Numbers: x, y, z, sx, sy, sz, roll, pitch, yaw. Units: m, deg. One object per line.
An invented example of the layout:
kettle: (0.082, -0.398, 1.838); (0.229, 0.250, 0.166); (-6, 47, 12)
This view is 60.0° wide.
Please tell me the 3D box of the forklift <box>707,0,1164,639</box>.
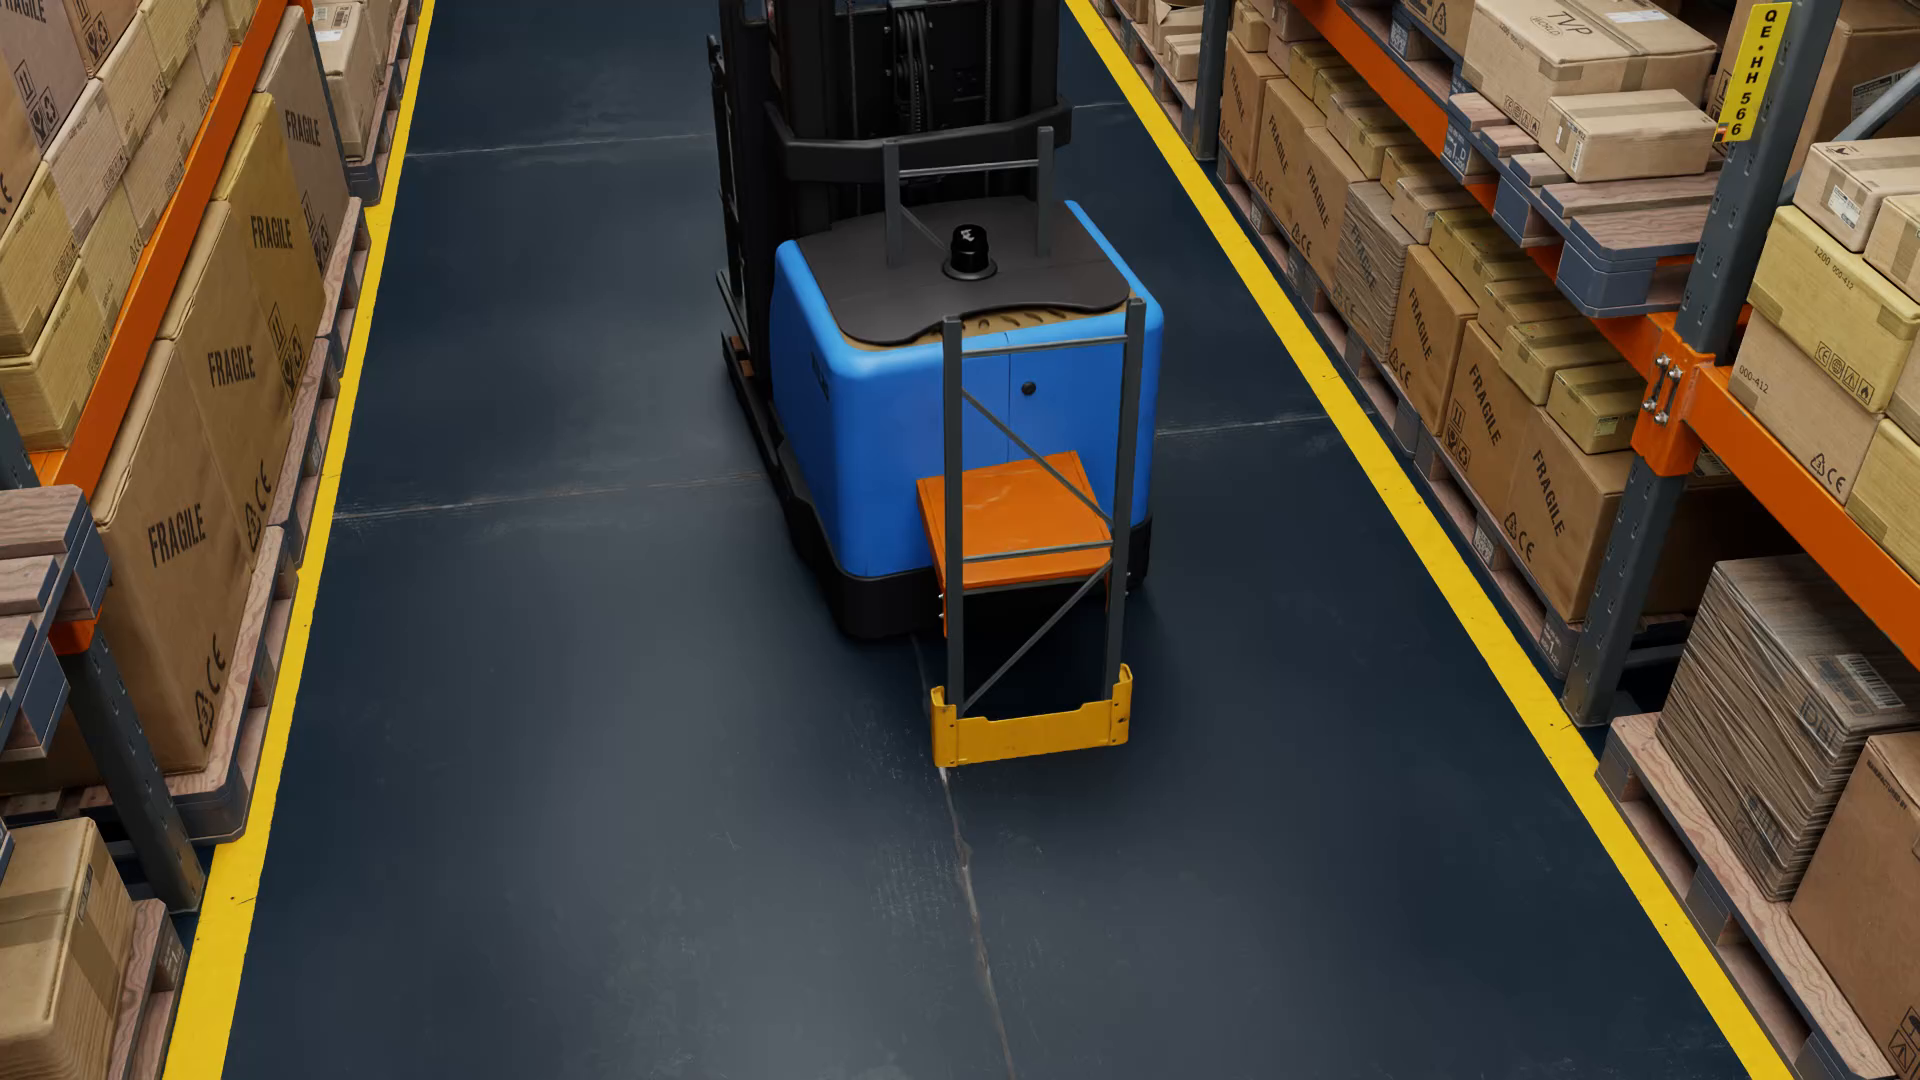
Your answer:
forklift: (-0.304, -1.755, 5.620); (1.130, 2.935, 3.031); (-11, 39, -14)

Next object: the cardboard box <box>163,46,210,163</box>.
cardboard box: (-2.666, -1.352, 5.168); (0.500, 0.250, 0.500); (-6, 38, -8)

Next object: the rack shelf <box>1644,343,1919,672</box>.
rack shelf: (2.692, 0.791, 2.874); (1.077, 0.370, 4.000); (-6, 38, -8)

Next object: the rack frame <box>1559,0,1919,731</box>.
rack frame: (2.342, -0.701, 4.208); (1.000, 3.000, 0.127); (-6, 38, -8)

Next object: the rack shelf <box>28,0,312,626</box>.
rack shelf: (-2.895, -1.089, 5.293); (1.077, 0.370, 4.000); (-6, 38, -8)

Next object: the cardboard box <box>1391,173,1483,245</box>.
cardboard box: (1.801, -1.211, 6.030); (0.380, 0.149, 0.250); (-8, 39, -10)

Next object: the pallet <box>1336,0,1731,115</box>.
pallet: (1.996, -1.800, 5.778); (1.003, 0.211, 1.213); (-6, 38, -8)

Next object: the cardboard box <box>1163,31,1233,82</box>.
cardboard box: (1.254, -2.462, 8.456); (0.380, 0.149, 0.250); (-7, 38, -9)

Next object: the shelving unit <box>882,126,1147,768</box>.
shelving unit: (0.117, -0.278, 4.883); (0.587, 1.500, 1.083); (-7, 38, -8)

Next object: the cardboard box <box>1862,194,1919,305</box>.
cardboard box: (2.156, -0.612, 3.482); (0.380, 0.149, 0.250); (-5, 38, -7)

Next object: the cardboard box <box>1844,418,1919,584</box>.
cardboard box: (2.262, -0.043, 3.483); (0.500, 0.250, 0.500); (-7, 38, -9)

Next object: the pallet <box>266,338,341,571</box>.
pallet: (-2.819, -0.284, 5.943); (1.003, 0.211, 1.213); (-6, 38, -8)

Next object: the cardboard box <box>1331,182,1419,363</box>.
cardboard box: (1.775, -1.043, 6.343); (0.500, 0.500, 0.500); (-8, 38, -10)

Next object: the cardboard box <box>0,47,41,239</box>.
cardboard box: (-2.390, -0.924, 3.598); (0.500, 0.500, 0.500); (-7, 38, -9)

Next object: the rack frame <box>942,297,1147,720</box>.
rack frame: (0.209, 0.034, 4.481); (0.500, 1.500, 0.032); (-7, 38, -8)

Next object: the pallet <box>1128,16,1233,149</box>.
pallet: (1.521, -2.431, 8.707); (1.003, 0.211, 1.213); (-6, 38, -8)

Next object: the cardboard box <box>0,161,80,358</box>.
cardboard box: (-2.390, -0.636, 3.838); (0.500, 0.250, 0.500); (-6, 38, -8)

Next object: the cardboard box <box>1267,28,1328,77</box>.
cardboard box: (1.566, -2.148, 7.236); (0.380, 0.149, 0.250); (-7, 38, -9)

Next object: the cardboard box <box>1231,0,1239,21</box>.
cardboard box: (1.681, -2.844, 8.947); (0.380, 0.149, 0.250); (-7, 38, -9)

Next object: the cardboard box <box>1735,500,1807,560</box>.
cardboard box: (2.544, -0.165, 5.212); (0.500, 0.500, 0.500); (-5, 38, -6)

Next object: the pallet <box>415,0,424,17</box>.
pallet: (-3.730, -3.421, 9.982); (1.003, 0.211, 1.213); (-6, 38, -8)

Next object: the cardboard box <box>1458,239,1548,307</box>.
cardboard box: (1.923, -0.897, 5.626); (0.380, 0.149, 0.250); (-5, 38, -7)

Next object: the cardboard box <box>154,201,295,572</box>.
cardboard box: (-2.736, -0.457, 5.283); (0.875, 0.875, 0.875); (-6, 38, -7)

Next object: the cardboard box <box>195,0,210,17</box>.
cardboard box: (-2.737, -1.866, 5.422); (0.500, 0.250, 0.500); (-5, 38, -7)

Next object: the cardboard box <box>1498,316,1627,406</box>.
cardboard box: (1.927, -0.569, 5.204); (0.380, 0.149, 0.250); (-8, 39, -10)

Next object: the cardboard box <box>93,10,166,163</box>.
cardboard box: (-2.555, -1.251, 4.630); (0.500, 0.250, 0.500); (-6, 38, -8)

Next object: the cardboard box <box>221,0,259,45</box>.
cardboard box: (-2.831, -1.970, 5.964); (0.500, 0.250, 0.500); (-7, 38, -9)

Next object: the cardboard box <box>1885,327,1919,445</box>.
cardboard box: (2.266, -0.243, 3.332); (0.500, 0.250, 0.500); (-5, 38, -7)

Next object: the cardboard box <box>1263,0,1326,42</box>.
cardboard box: (1.534, -2.273, 7.154); (0.380, 0.149, 0.250); (-8, 39, -10)

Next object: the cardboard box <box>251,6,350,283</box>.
cardboard box: (-3.058, -1.542, 6.680); (0.875, 0.875, 0.875); (-5, 38, -7)

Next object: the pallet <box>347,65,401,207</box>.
pallet: (-3.302, -1.948, 8.085); (1.003, 0.211, 1.213); (-6, 38, -8)

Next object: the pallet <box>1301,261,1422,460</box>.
pallet: (2.037, -0.790, 6.595); (1.003, 0.211, 1.213); (-6, 38, -8)

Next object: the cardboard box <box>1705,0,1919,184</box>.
cardboard box: (2.405, -1.234, 4.470); (0.500, 0.500, 0.500); (-5, 38, -6)

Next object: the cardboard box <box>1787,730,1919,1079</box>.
cardboard box: (2.560, 0.843, 3.814); (0.875, 0.625, 0.625); (-5, 38, -6)

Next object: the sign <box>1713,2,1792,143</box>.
sign: (1.809, -1.063, 3.794); (0.100, 0.325, 0.005); (-6, 38, -8)

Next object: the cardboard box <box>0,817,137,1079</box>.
cardboard box: (-2.455, 1.049, 3.754); (0.950, 0.372, 0.625); (-9, 39, -11)

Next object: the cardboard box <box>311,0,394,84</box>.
cardboard box: (-3.408, -2.667, 8.484); (0.875, 0.438, 0.875); (-7, 38, -9)

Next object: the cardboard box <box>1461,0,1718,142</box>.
cardboard box: (1.838, -1.410, 4.900); (0.500, 0.250, 0.500); (-8, 39, -10)

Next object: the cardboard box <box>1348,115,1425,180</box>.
cardboard box: (1.732, -1.525, 6.434); (0.380, 0.149, 0.250); (-5, 38, -6)

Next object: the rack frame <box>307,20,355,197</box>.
rack frame: (-3.246, -2.581, 6.627); (1.000, 3.000, 0.127); (-6, 38, -8)

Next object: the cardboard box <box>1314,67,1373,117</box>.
cardboard box: (1.684, -1.830, 6.827); (0.380, 0.149, 0.250); (-7, 38, -9)

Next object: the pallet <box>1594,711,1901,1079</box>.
pallet: (2.448, 0.901, 4.418); (1.003, 0.211, 1.213); (-6, 38, -8)

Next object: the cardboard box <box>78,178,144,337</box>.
cardboard box: (-2.490, -0.737, 4.376); (0.500, 0.250, 0.500); (-7, 38, -9)

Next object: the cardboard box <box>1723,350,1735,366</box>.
cardboard box: (2.557, -0.485, 5.095); (0.380, 0.149, 0.250); (-4, 38, -6)

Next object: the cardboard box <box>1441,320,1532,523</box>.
cardboard box: (1.978, -0.416, 5.535); (0.500, 0.500, 0.500); (-7, 38, -9)

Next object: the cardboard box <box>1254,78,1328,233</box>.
cardboard box: (1.607, -1.659, 7.136); (0.500, 0.500, 0.500); (-7, 38, -9)

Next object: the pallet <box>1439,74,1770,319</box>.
pallet: (2.154, -1.027, 4.784); (1.213, 0.211, 1.003); (-6, 38, -8)

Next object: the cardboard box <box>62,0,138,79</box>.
cardboard box: (-2.562, -1.536, 4.386); (0.500, 0.500, 0.500); (-5, 38, -7)

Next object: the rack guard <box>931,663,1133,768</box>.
rack guard: (0.209, 0.516, 4.880); (0.587, 0.250, 0.087); (-7, 38, -8)
